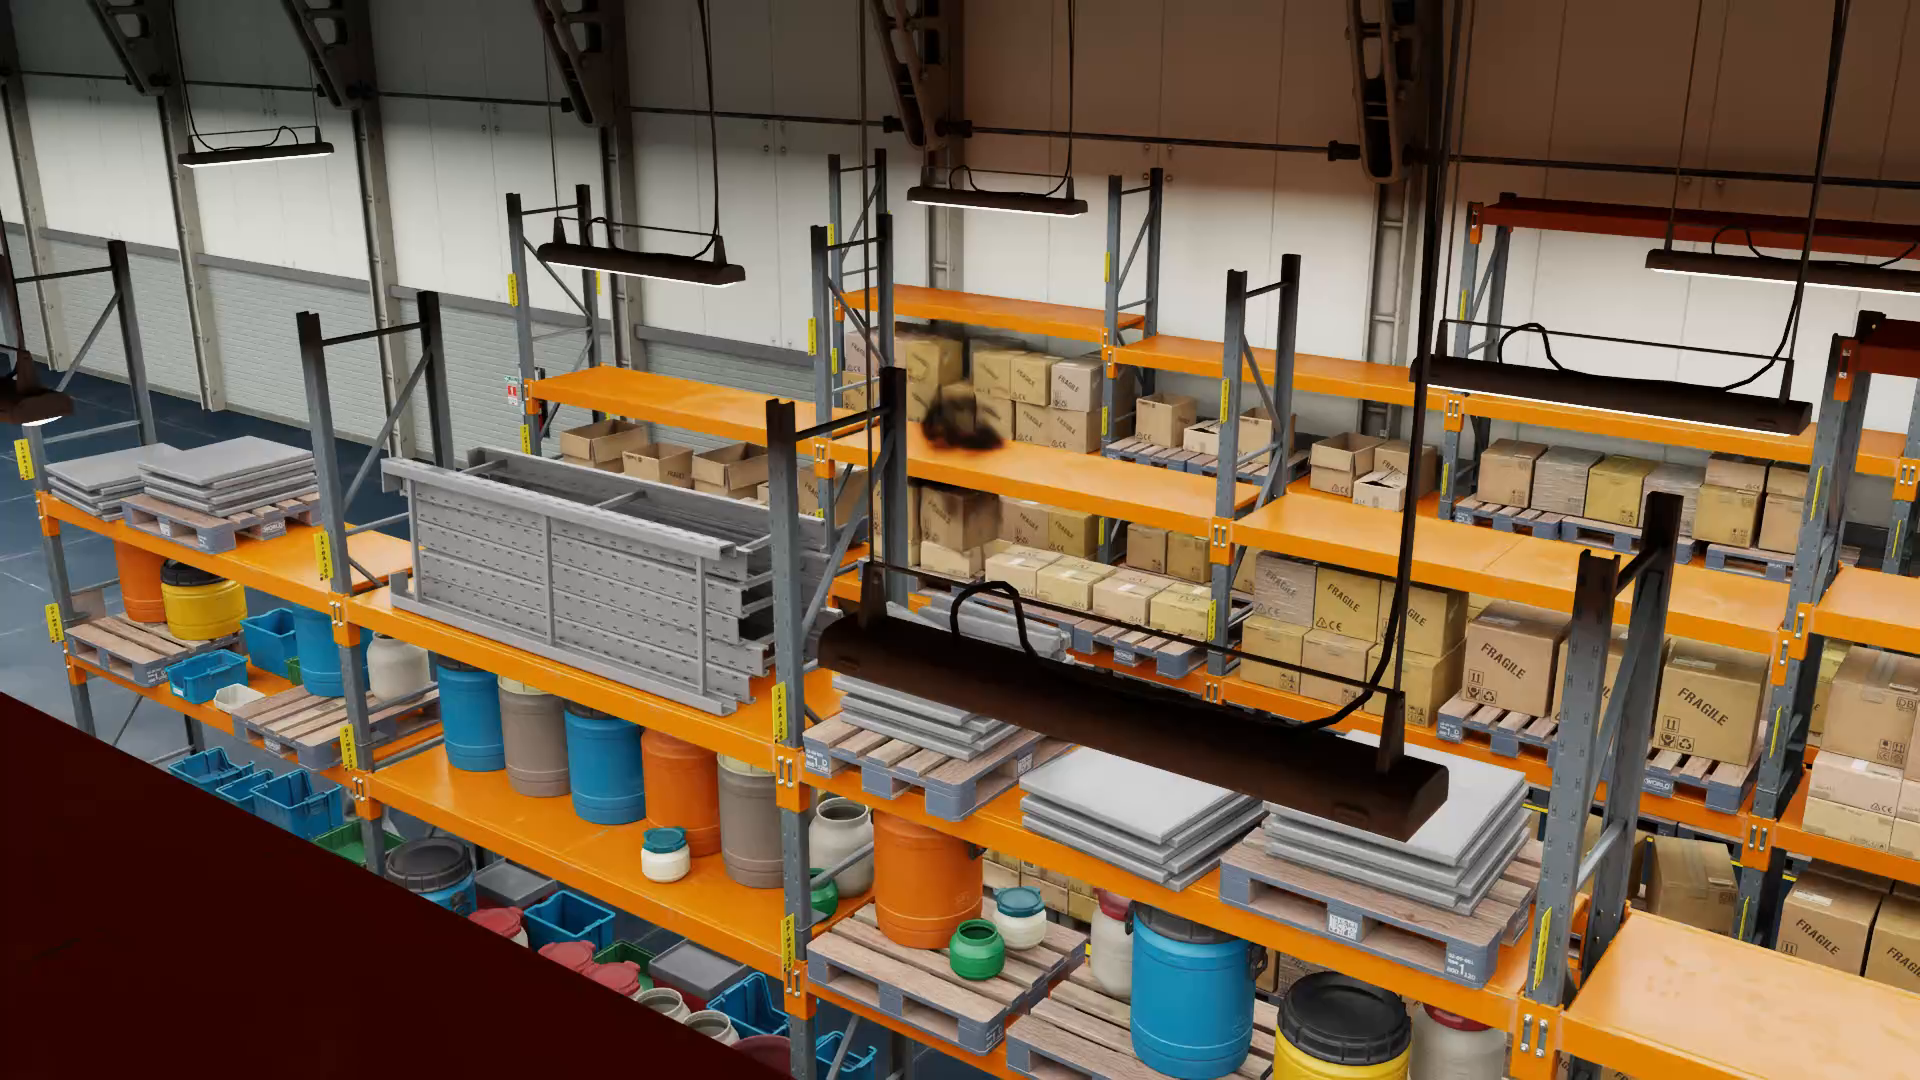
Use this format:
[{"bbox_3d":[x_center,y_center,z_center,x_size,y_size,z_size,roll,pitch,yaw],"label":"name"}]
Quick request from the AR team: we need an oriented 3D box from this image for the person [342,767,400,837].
[{"bbox_3d":[-5.576,2.313,15.593,0.729,1.639,0.634,13,22,33],"label":"person"}]
